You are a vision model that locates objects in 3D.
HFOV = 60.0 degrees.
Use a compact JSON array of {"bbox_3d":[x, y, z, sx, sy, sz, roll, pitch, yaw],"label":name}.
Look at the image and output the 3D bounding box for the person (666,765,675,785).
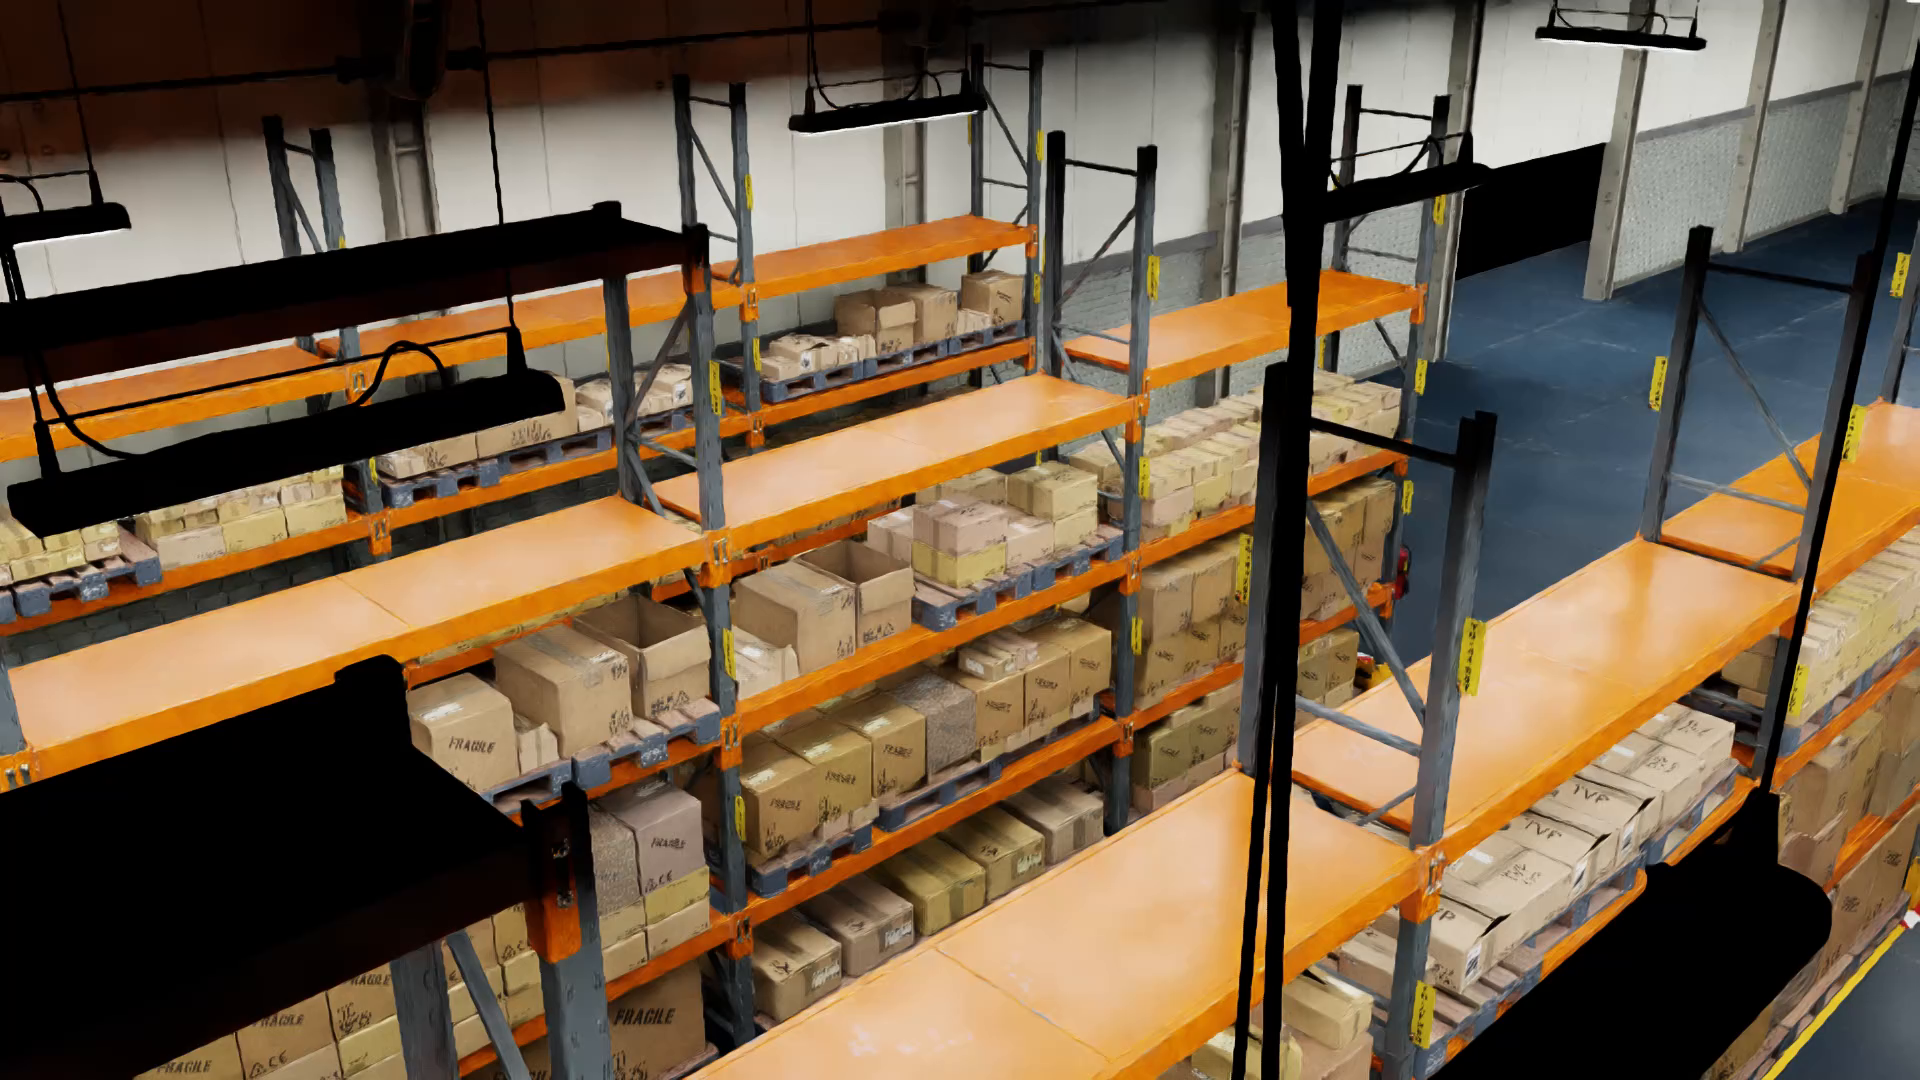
[{"bbox_3d":[-2.442,1.680,14.427,0.464,1.772,0.645,8,24,19],"label":"person"}]
